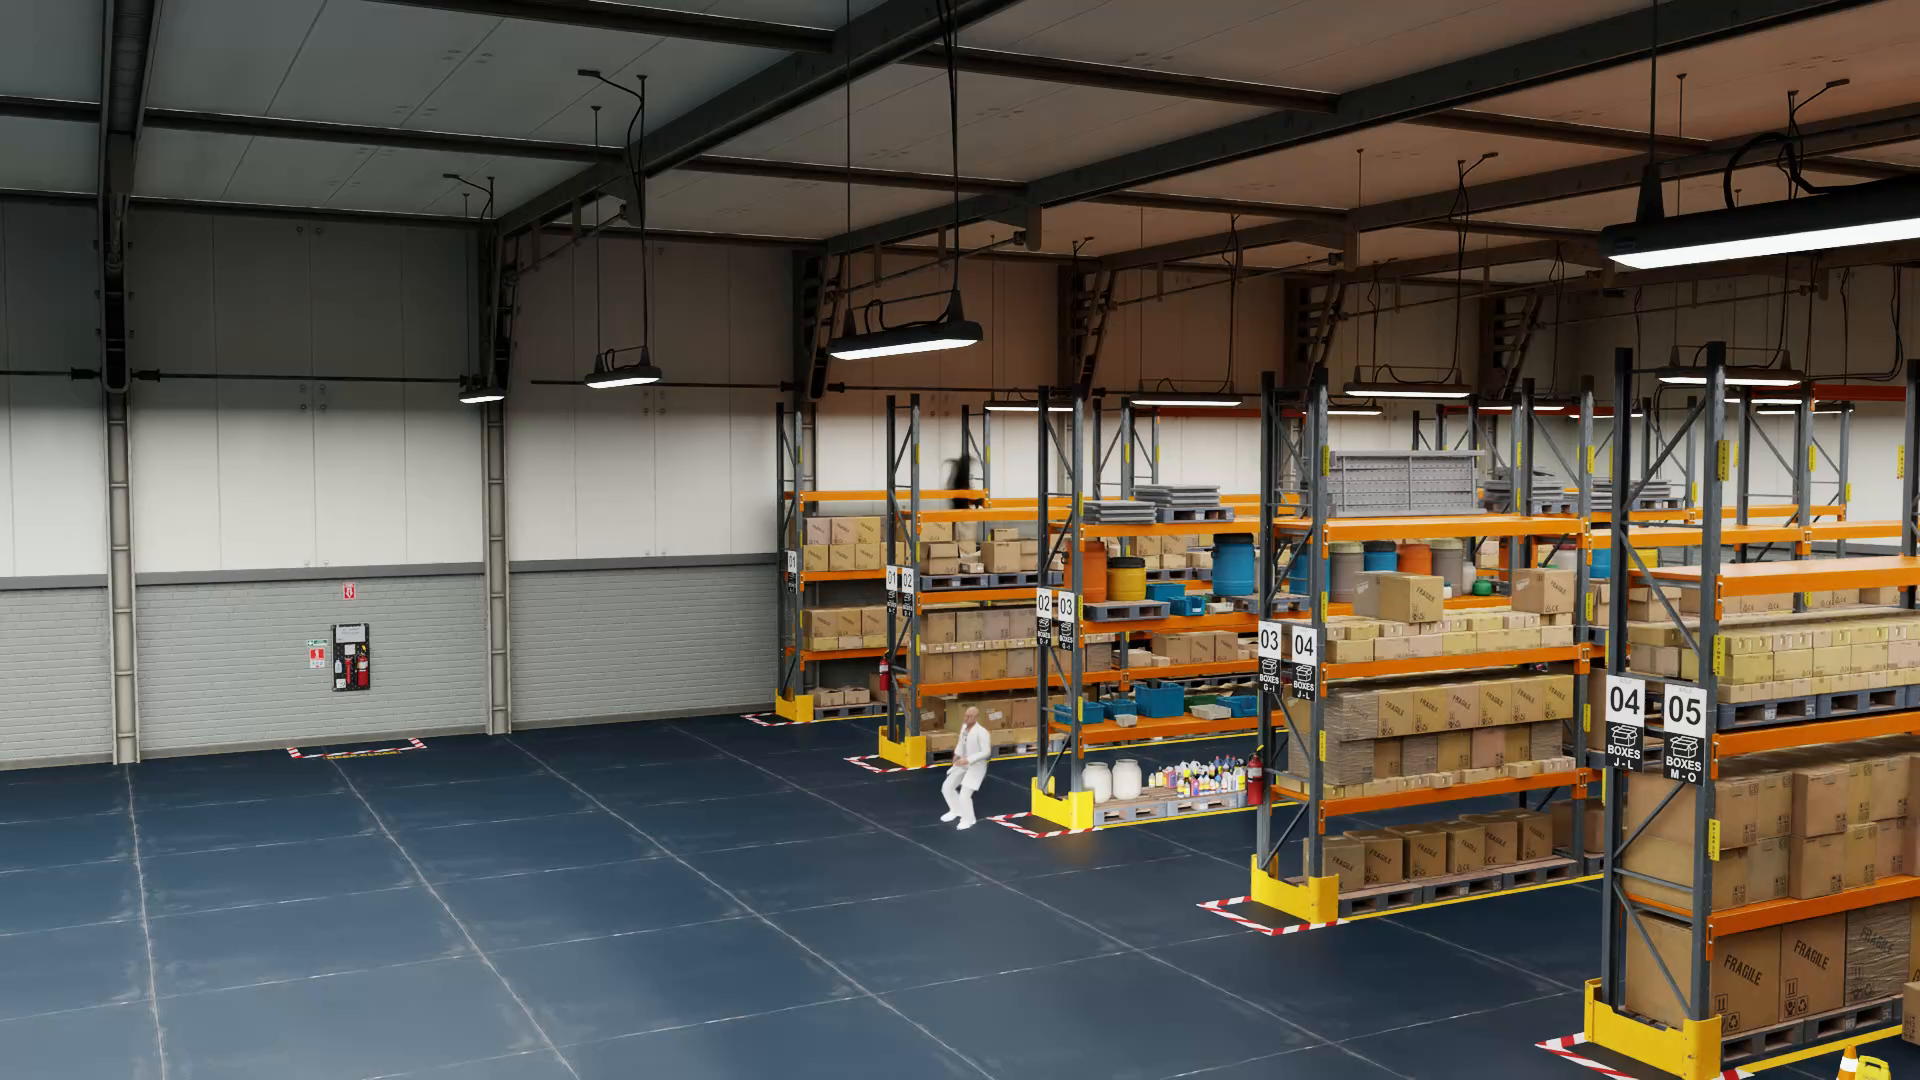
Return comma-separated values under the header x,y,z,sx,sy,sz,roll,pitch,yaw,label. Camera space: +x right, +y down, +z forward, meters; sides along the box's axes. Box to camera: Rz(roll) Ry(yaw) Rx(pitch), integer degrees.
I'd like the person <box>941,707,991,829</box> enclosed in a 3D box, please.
x,y,z,sx,sy,sz,roll,pitch,yaw,label
0.056,3.084,22.368,0.903,1.710,0.662,3,4,43,person
